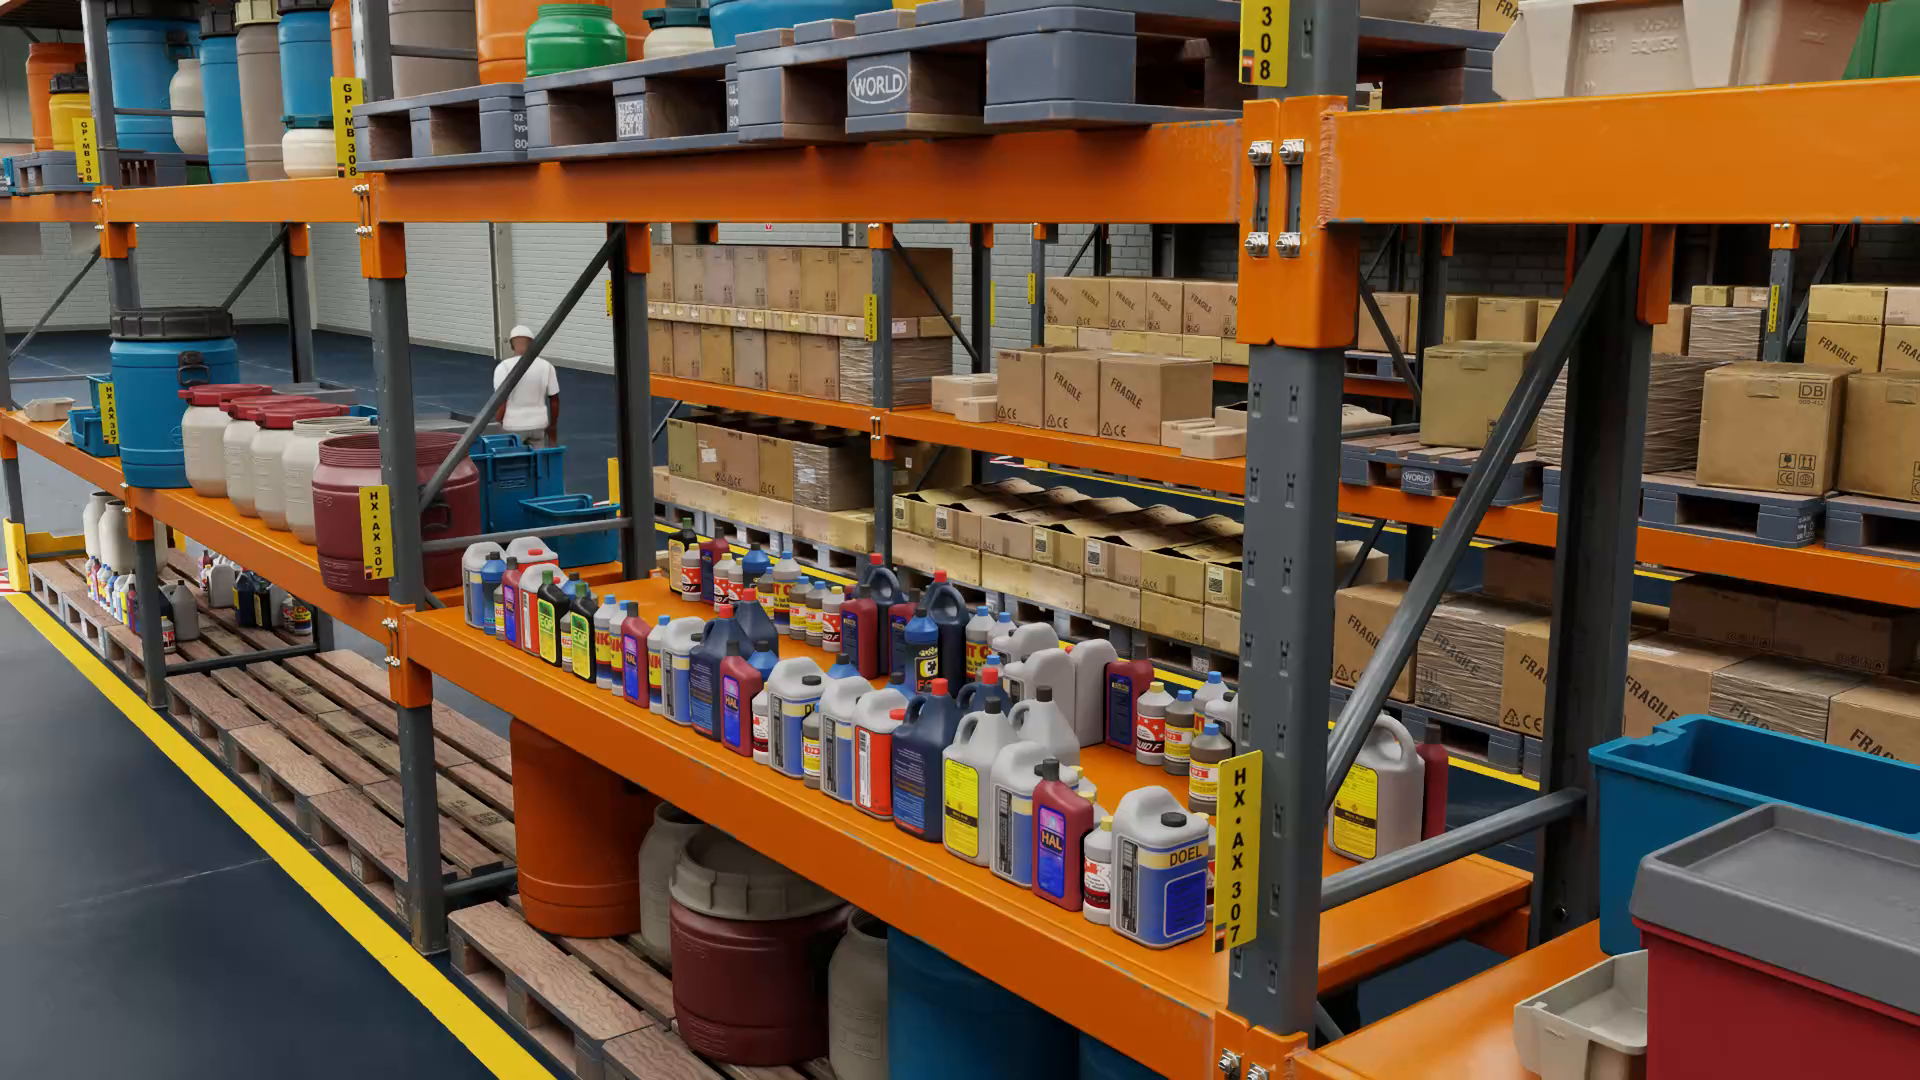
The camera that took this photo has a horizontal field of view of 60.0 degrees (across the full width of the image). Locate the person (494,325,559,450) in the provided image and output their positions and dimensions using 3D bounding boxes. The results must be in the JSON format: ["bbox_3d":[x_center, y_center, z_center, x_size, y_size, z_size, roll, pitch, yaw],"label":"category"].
[{"bbox_3d":[-3.773,-0.935,14.270,0.616,1.805,0.553,-8,14,-37],"label":"person"}]
